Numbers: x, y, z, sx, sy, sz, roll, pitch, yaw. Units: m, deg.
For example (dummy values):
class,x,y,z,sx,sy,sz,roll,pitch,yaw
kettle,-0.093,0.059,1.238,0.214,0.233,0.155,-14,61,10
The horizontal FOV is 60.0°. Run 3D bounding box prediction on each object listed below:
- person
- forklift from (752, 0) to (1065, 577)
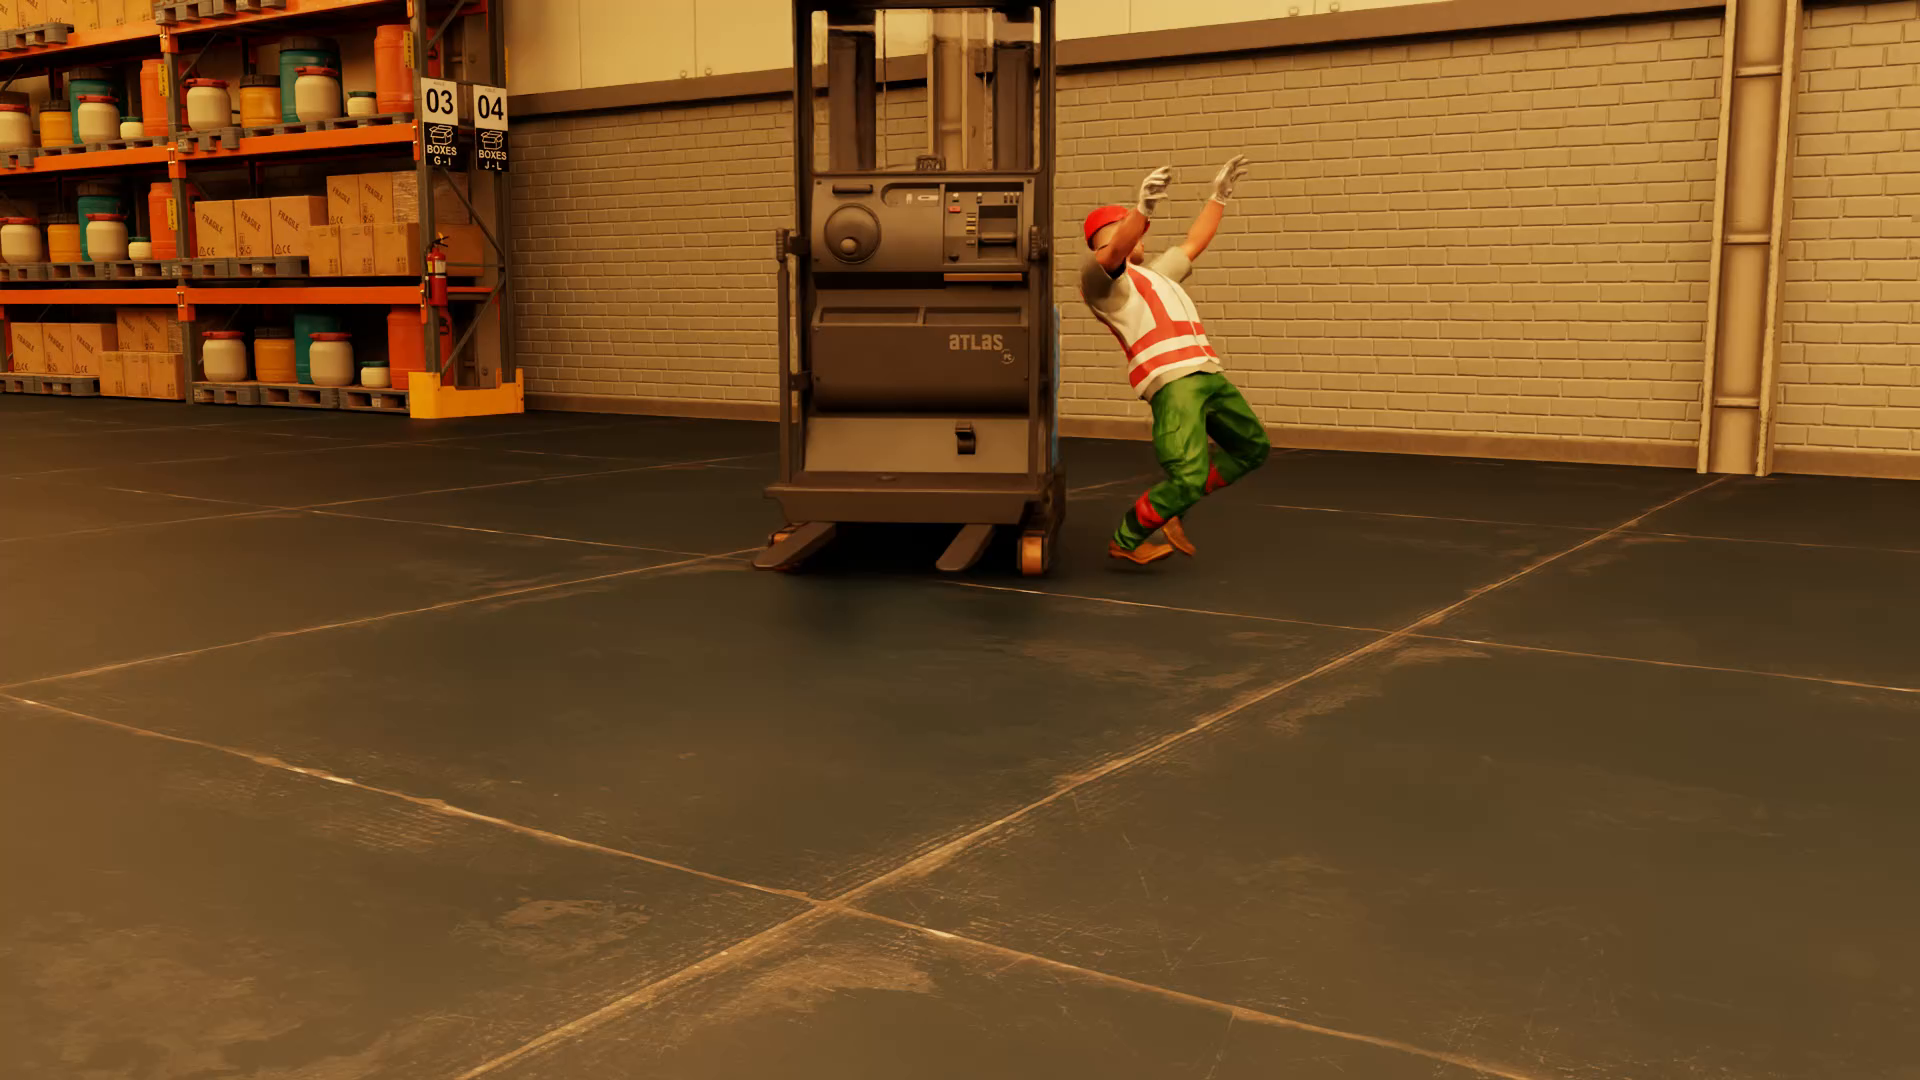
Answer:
class,x,y,z,sx,sy,sz,roll,pitch,yaw
person,0.766,-0.717,6.633,0.738,1.658,1.013,5,10,32
forklift,-0.175,-1.353,6.705,1.130,2.935,3.031,1,8,6
